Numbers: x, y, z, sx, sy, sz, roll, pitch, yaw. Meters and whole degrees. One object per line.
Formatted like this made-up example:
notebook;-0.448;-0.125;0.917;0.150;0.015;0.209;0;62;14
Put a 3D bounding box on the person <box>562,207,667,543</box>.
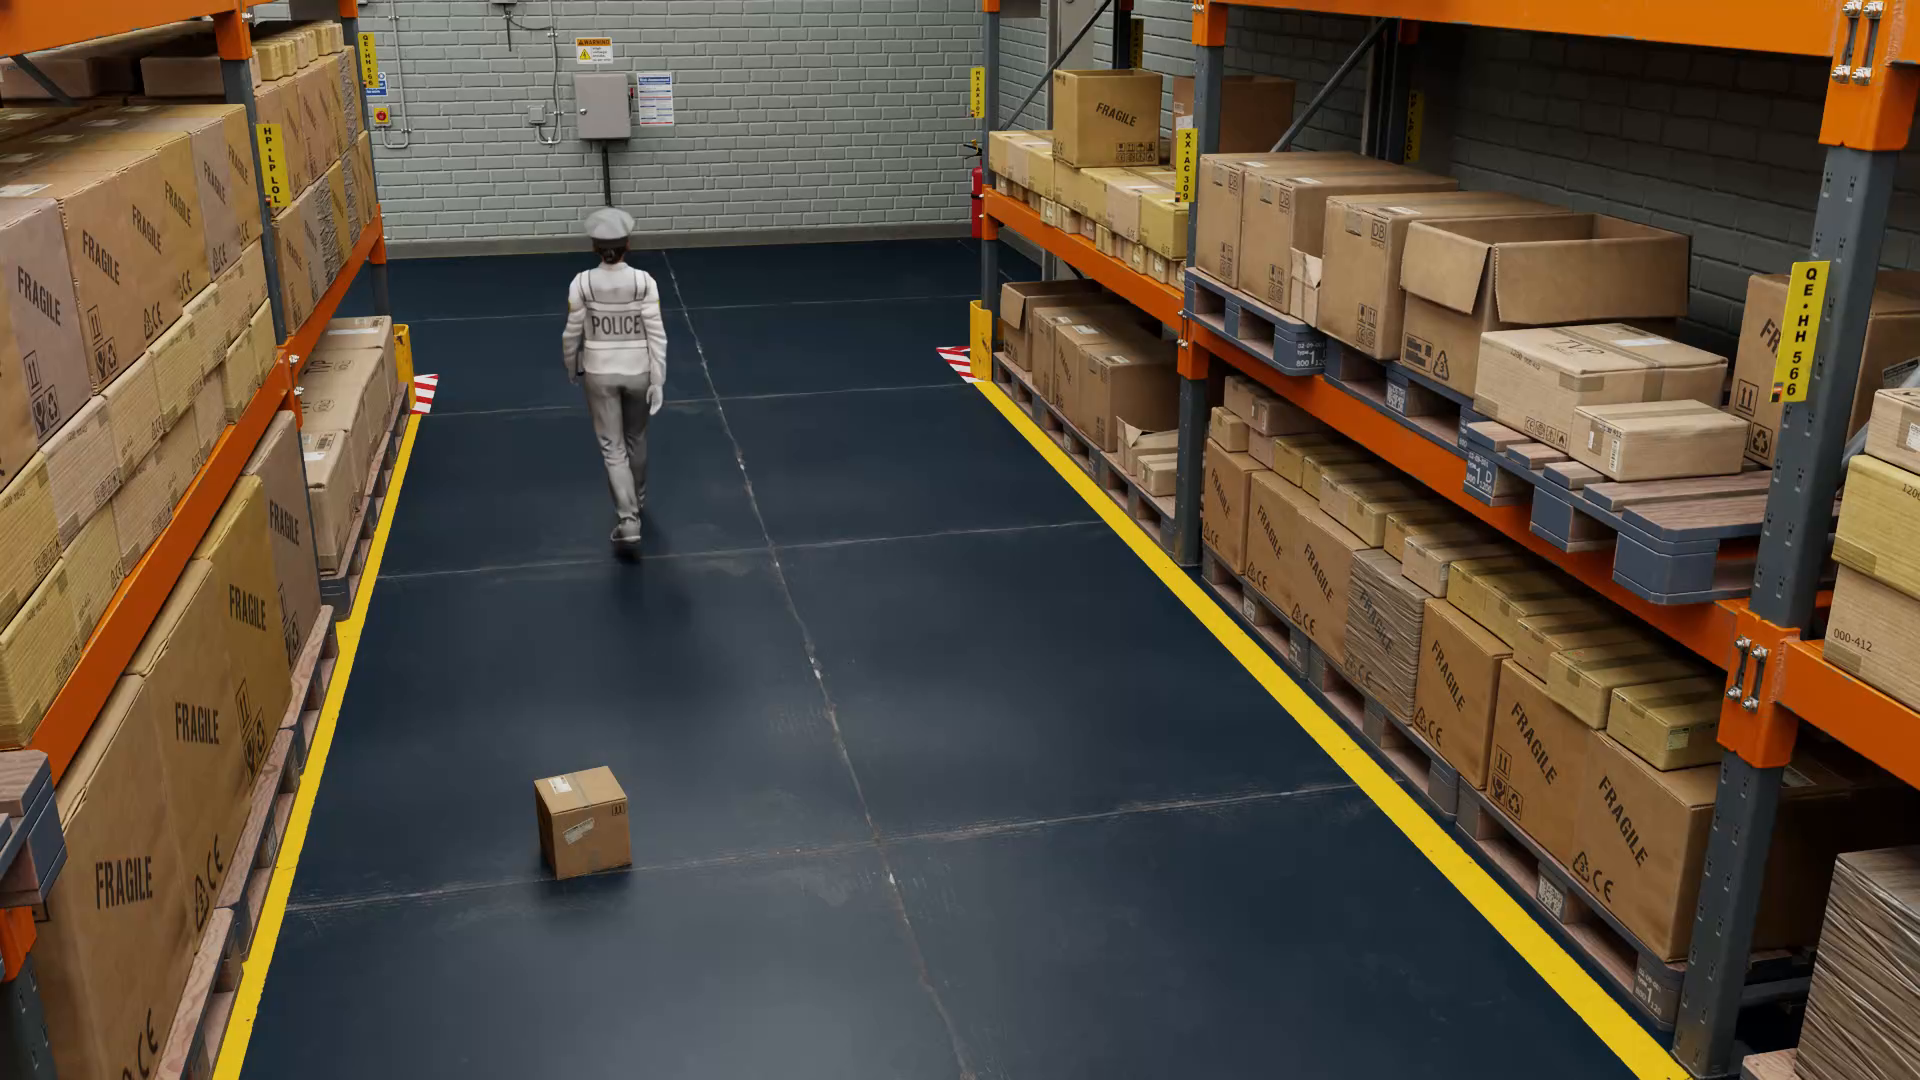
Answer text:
person;-1.737;-0.845;8.373;0.489;1.638;1.001;-7;21;-20
